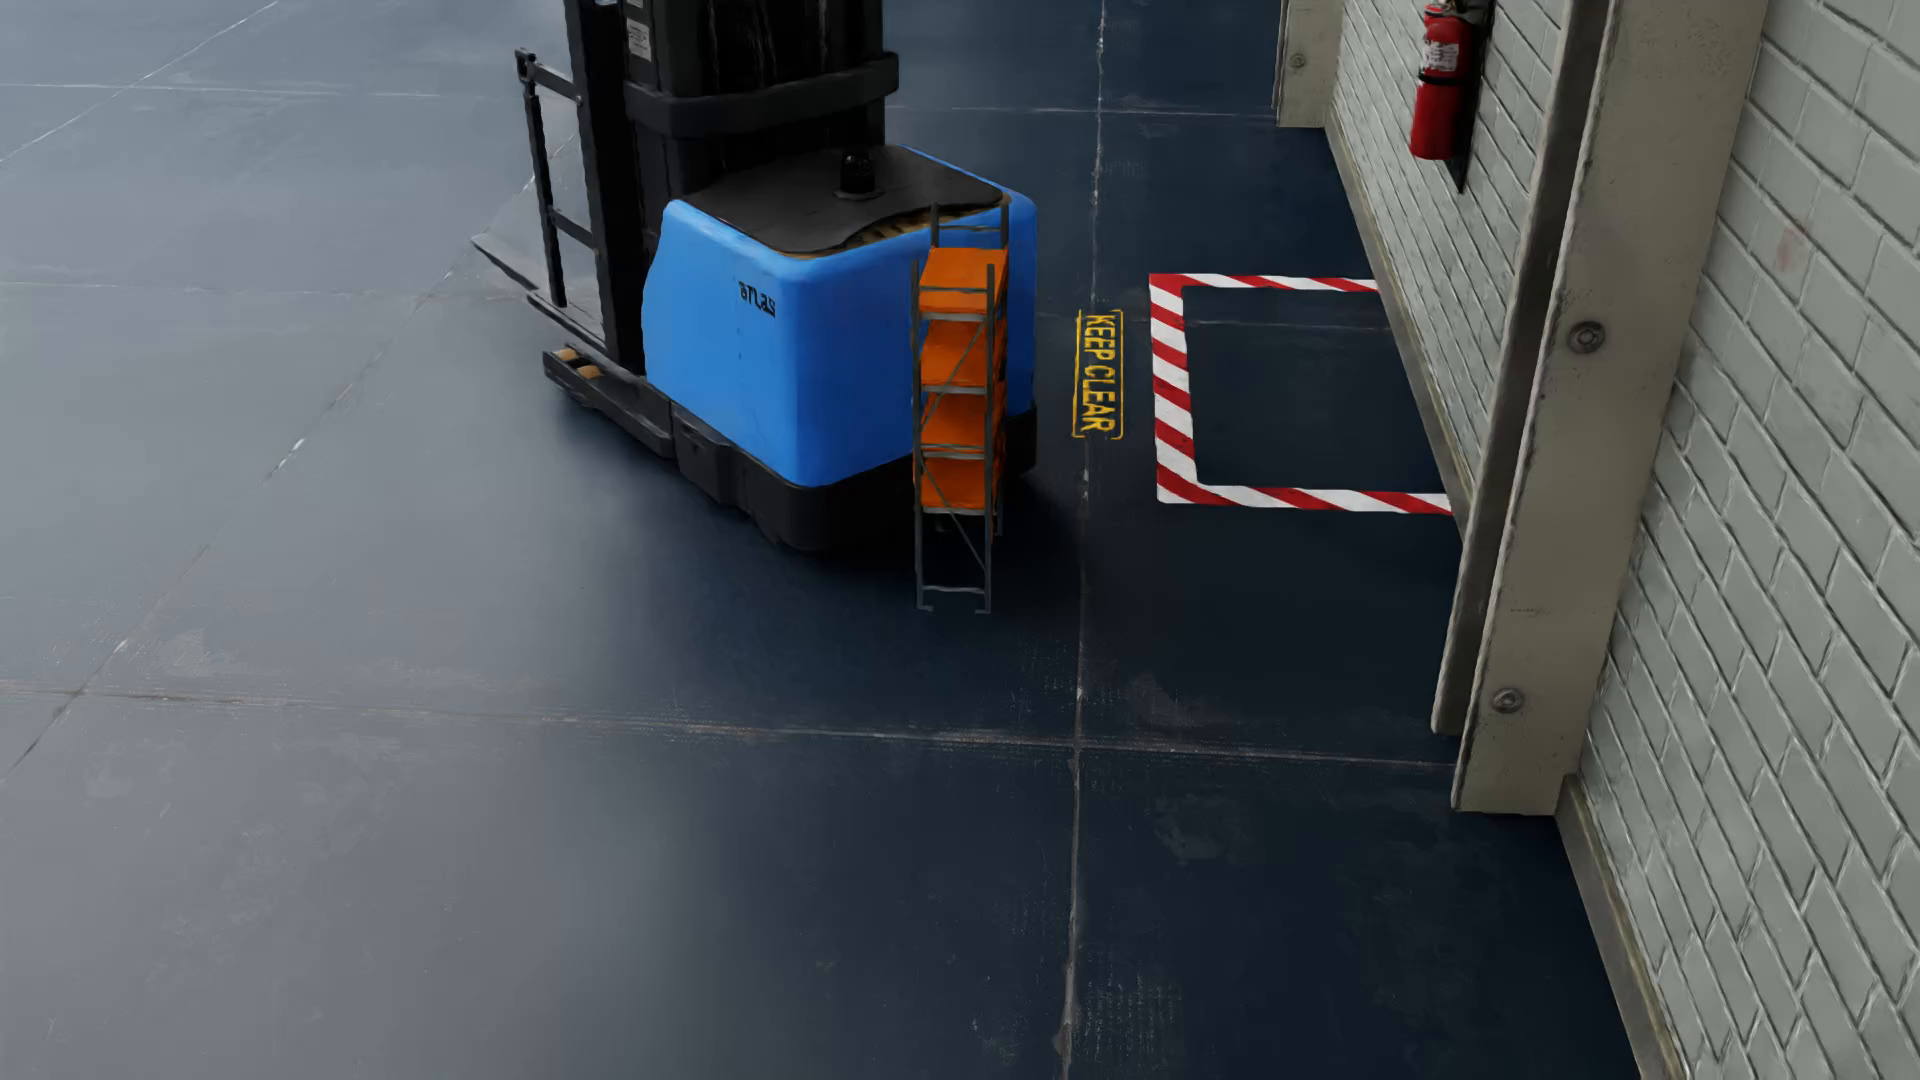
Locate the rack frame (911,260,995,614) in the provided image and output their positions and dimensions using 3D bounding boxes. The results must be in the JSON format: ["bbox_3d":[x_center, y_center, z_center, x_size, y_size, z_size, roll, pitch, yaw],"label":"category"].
[{"bbox_3d":[-0.021,-0.282,5.064,0.240,1.200,0.015,3,32,5],"label":"rack frame"}]

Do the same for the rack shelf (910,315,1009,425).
[{"bbox_3d":[0.005,-0.542,5.188,0.258,0.148,0.480,3,32,5],"label":"rack shelf"}]

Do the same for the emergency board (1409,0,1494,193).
[{"bbox_3d":[1.758,-1.925,6.014,0.194,1.169,0.643,2,32,4],"label":"emergency board"}]

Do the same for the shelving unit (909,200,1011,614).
[{"bbox_3d":[0.005,-0.409,5.270,0.258,1.200,0.503,3,32,5],"label":"shelving unit"}]

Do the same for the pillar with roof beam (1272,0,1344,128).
[{"bbox_3d":[-2.284,-6.509,7.735,9.100,9.000,0.400,2,32,4],"label":"pillar with roof beam"}]

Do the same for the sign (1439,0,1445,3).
[{"bbox_3d":[1.905,-2.225,6.467,0.001,0.329,0.234,2,32,4],"label":"sign"}]

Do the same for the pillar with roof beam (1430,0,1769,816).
[{"bbox_3d":[-2.772,-3.372,2.644,9.100,9.000,0.400,2,32,4],"label":"pillar with roof beam"}]

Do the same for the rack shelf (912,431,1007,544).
[{"bbox_3d":[0.005,-0.183,5.410,0.258,0.148,0.480,3,32,5],"label":"rack shelf"}]

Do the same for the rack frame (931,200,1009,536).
[{"bbox_3d":[0.031,-0.536,5.477,0.240,1.200,0.015,3,32,5],"label":"rack frame"}]

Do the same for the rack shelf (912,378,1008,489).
[{"bbox_3d":[0.005,-0.352,5.306,0.258,0.148,0.480,3,32,5],"label":"rack shelf"}]

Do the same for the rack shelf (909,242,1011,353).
[{"bbox_3d":[0.005,-0.744,5.064,0.258,0.148,0.480,3,32,5],"label":"rack shelf"}]

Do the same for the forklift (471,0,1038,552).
[{"bbox_3d":[-1.027,-1.918,6.069,1.130,2.935,3.031,-22,38,-32],"label":"forklift"}]
